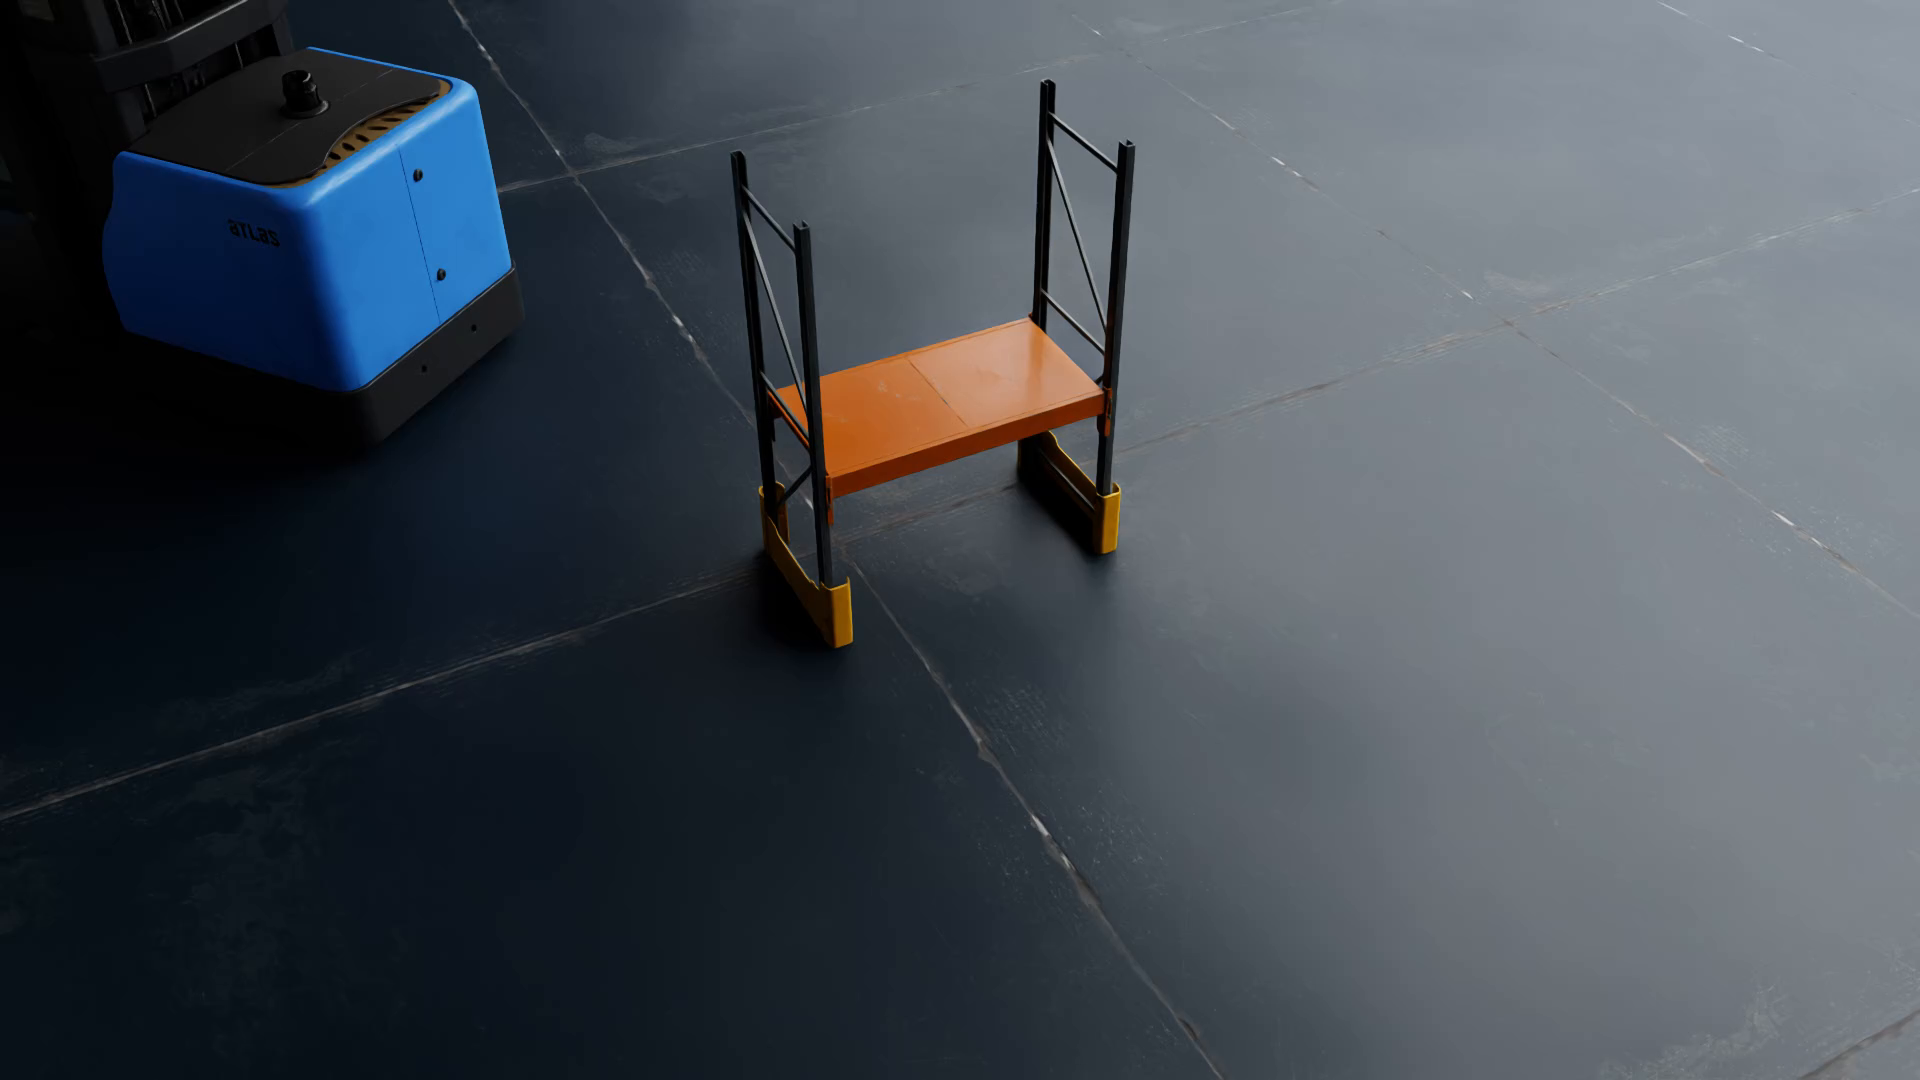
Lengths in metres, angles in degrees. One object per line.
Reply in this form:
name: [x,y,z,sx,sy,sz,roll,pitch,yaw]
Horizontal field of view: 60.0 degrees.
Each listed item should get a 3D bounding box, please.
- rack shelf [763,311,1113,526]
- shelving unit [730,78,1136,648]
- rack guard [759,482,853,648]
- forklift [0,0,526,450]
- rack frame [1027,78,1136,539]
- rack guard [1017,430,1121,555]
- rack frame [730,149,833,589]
rack shelf: [-0.076,-0.410,5.352,1.000,0.185,0.538,-19,44,-21]
shelving unit: [-0.068,-0.550,5.239,1.083,1.500,0.587,-19,44,-21]
rack guard: [-0.509,0.076,5.467,0.087,0.250,0.587,-19,44,-21]
forklift: [-3.311,-2.081,5.940,3.031,2.935,1.130,16,43,18]
rack frame: [0.375,-0.699,5.415,0.032,1.500,0.500,-19,44,-21]
rack guard: [0.374,-0.221,5.818,0.087,0.250,0.587,-19,44,-21]
rack frame: [-0.527,-0.395,5.056,0.032,1.500,0.500,-19,44,-21]
